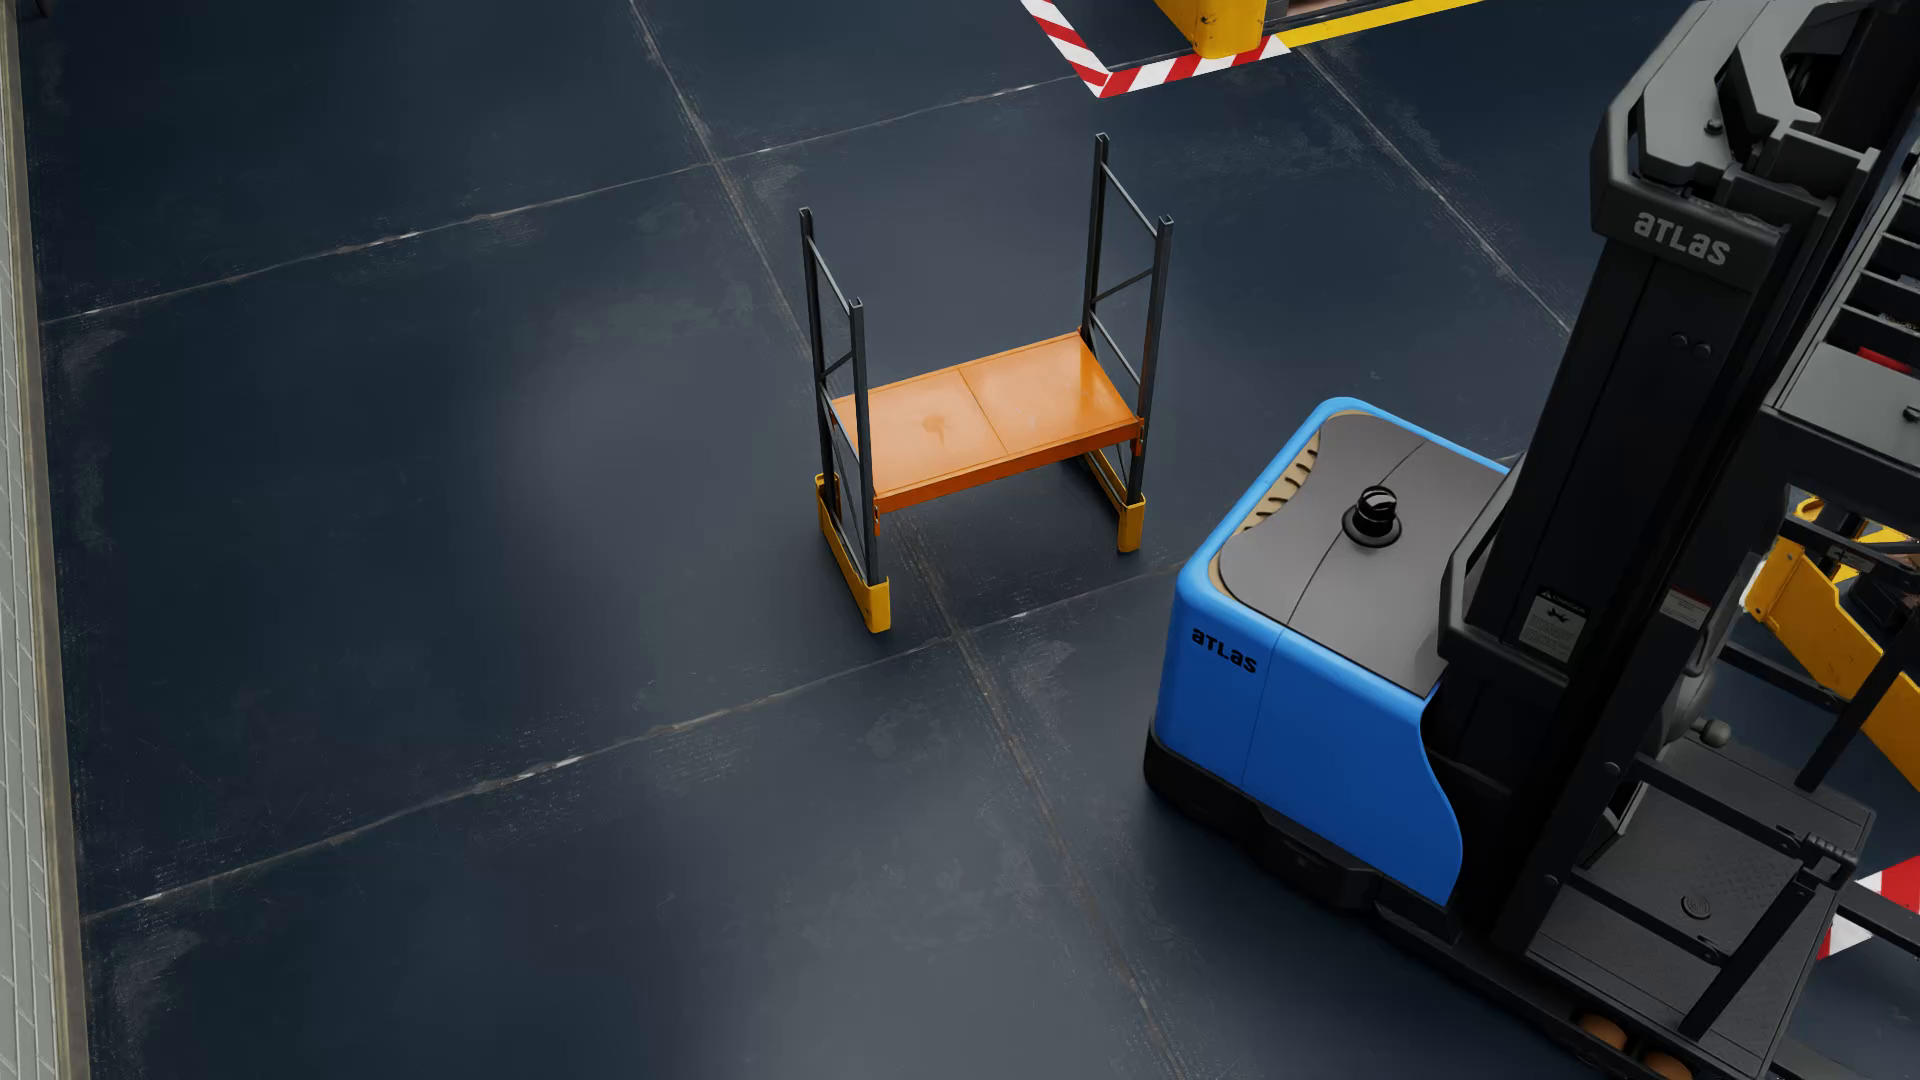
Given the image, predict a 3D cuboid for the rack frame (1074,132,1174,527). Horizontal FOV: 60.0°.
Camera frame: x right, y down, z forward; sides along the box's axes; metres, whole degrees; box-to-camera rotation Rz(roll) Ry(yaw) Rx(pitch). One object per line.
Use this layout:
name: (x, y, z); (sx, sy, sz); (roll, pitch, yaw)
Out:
rack frame: (0.550, -0.659, 5.827); (0.032, 1.500, 0.500); (-17, 52, -14)

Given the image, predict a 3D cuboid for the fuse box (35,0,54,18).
fuse box: (-4.691, -3.294, 7.951); (0.414, 1.711, 0.539); (-17, 52, -14)

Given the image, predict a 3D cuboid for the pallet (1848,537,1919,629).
pallet: (3.981, 0.296, 5.857); (1.213, 0.211, 1.003); (-17, 52, -14)

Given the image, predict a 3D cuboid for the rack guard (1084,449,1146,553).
rack guard: (0.532, -0.246, 6.297); (0.087, 0.250, 0.587); (-17, 52, -14)

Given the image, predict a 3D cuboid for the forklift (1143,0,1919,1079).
forklift: (2.096, 0.223, 4.127); (3.031, 2.935, 1.130); (29, 55, 23)

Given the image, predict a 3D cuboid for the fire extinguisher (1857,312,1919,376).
fire extinguisher: (2.737, -0.488, 4.989); (0.183, 0.674, 0.296); (-17, 52, -14)

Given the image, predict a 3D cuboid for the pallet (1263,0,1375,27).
pallet: (1.891, -3.206, 8.864); (1.213, 0.211, 1.003); (-17, 52, -14)

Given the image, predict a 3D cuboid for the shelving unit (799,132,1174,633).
shelving unit: (0.071, -0.511, 5.700); (1.083, 1.500, 0.587); (-17, 52, -14)

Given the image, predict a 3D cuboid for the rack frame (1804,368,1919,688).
rack frame: (3.145, -0.383, 4.601); (0.127, 3.000, 1.000); (-17, 52, -14)

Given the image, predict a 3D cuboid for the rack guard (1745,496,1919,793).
rack guard: (3.216, 0.410, 5.568); (0.348, 0.500, 1.175); (-17, 52, -14)

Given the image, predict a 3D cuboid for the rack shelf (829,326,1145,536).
rack shelf: (0.079, -0.396, 5.838); (1.000, 0.185, 0.538); (-17, 52, -14)

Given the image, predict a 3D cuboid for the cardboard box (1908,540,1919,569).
cardboard box: (3.554, 0.112, 5.779); (0.250, 0.149, 0.380); (-16, 51, -14)

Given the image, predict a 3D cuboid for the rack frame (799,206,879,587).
rack frame: (-0.392, -0.367, 5.577); (0.032, 1.500, 0.500); (-17, 52, -14)

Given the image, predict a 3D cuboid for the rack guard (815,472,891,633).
rack guard: (-0.390, 0.040, 6.051); (0.087, 0.250, 0.587); (-17, 52, -14)

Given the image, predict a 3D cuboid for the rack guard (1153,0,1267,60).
rack guard: (1.158, -3.009, 8.505); (0.348, 0.500, 1.175); (-17, 52, -14)
